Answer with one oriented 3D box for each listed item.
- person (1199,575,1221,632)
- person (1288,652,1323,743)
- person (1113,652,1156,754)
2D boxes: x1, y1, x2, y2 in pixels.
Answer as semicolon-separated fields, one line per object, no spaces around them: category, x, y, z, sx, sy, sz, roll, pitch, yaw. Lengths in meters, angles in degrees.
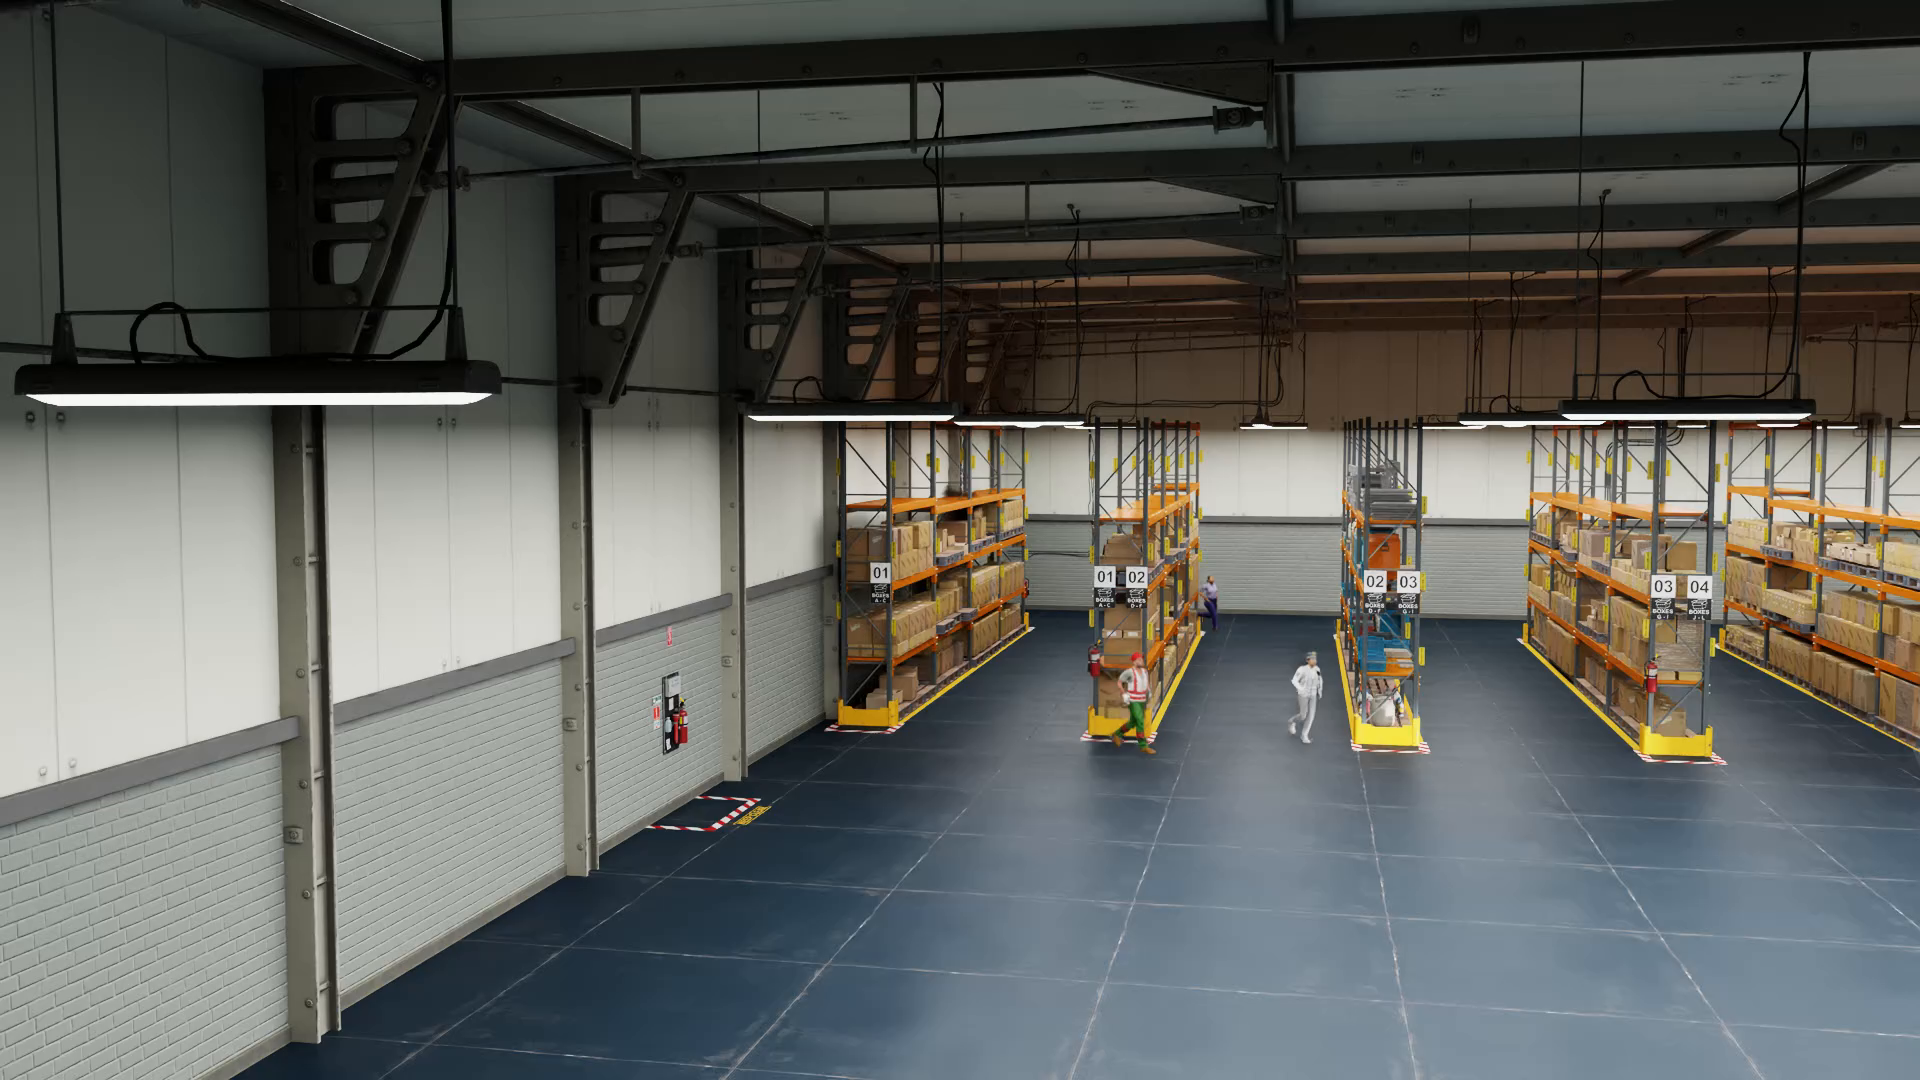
person;7.228;1.828;48.106;0.592;1.625;0.907;-3;5;-41
person;6.483;2.904;30.997;0.650;1.686;0.653;-1;4;-18
person;3.145;2.874;29.648;0.655;1.763;0.990;-4;5;-45
